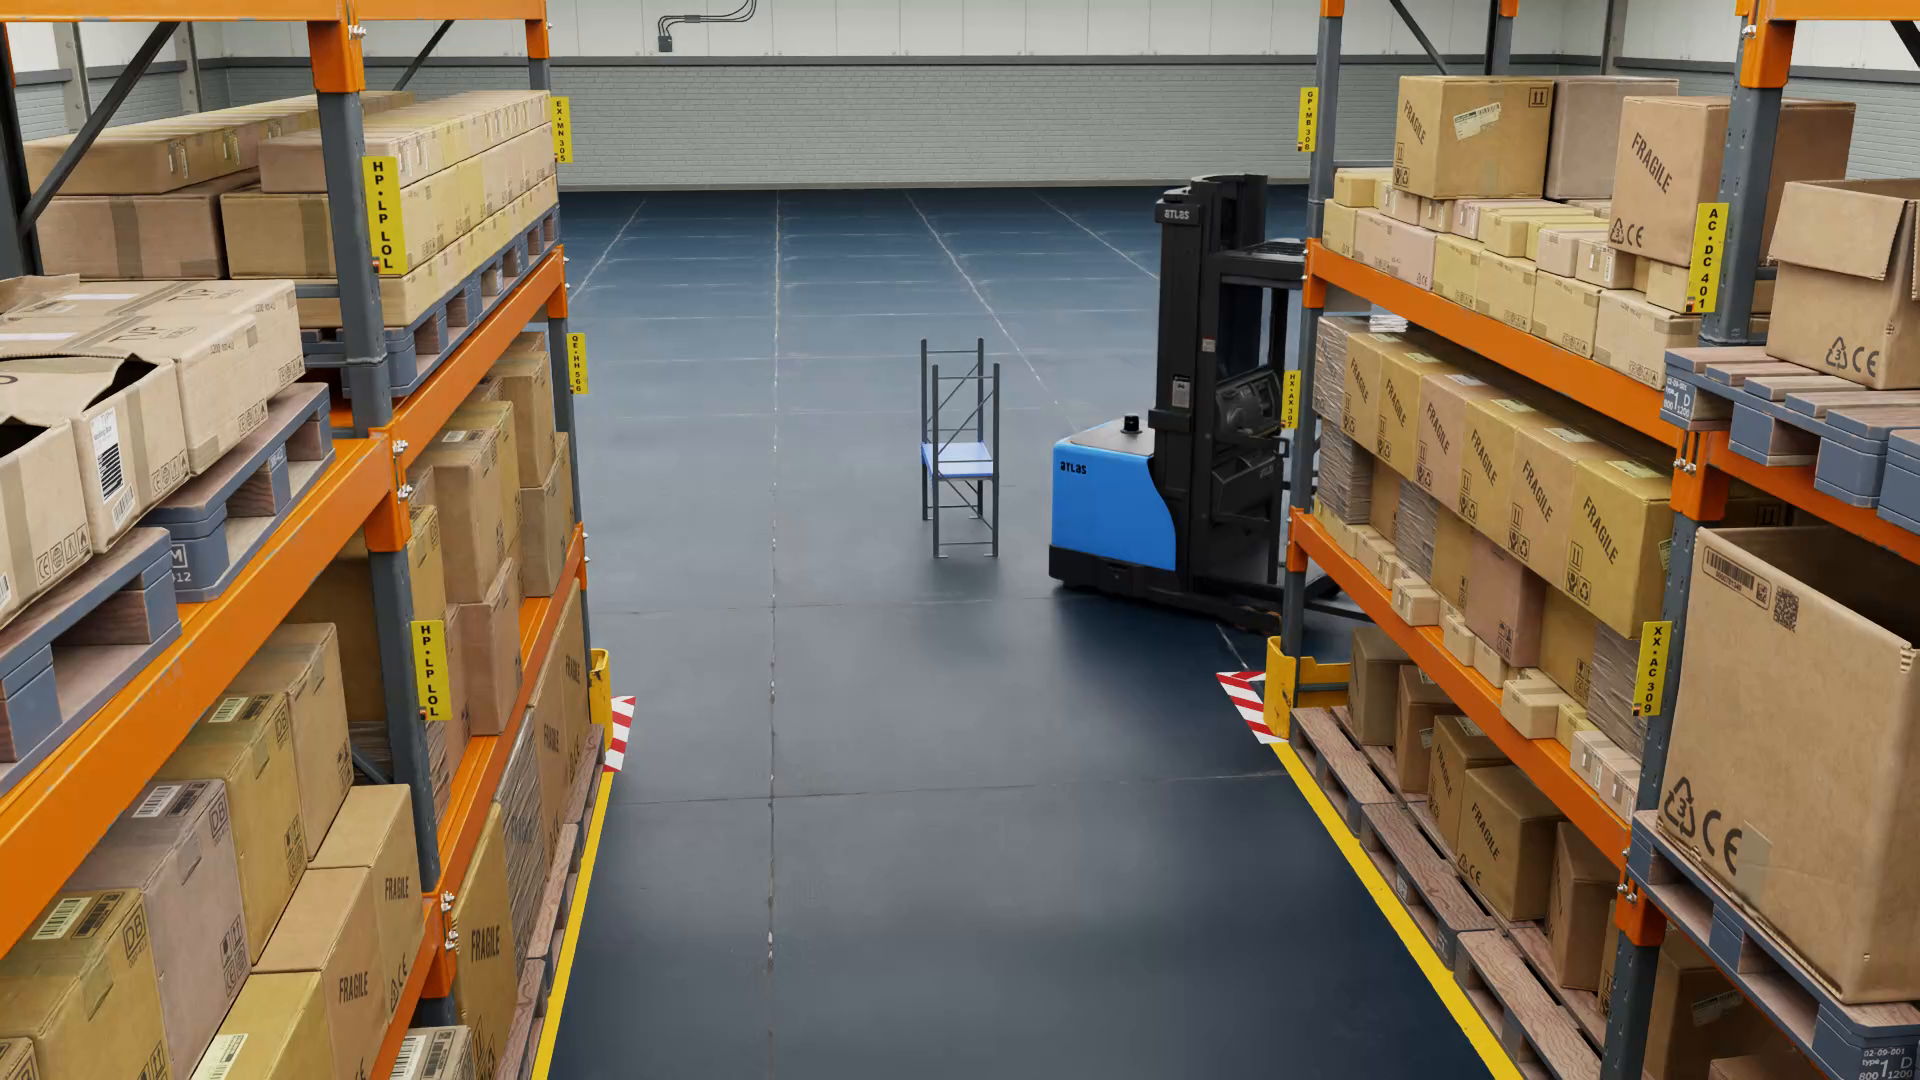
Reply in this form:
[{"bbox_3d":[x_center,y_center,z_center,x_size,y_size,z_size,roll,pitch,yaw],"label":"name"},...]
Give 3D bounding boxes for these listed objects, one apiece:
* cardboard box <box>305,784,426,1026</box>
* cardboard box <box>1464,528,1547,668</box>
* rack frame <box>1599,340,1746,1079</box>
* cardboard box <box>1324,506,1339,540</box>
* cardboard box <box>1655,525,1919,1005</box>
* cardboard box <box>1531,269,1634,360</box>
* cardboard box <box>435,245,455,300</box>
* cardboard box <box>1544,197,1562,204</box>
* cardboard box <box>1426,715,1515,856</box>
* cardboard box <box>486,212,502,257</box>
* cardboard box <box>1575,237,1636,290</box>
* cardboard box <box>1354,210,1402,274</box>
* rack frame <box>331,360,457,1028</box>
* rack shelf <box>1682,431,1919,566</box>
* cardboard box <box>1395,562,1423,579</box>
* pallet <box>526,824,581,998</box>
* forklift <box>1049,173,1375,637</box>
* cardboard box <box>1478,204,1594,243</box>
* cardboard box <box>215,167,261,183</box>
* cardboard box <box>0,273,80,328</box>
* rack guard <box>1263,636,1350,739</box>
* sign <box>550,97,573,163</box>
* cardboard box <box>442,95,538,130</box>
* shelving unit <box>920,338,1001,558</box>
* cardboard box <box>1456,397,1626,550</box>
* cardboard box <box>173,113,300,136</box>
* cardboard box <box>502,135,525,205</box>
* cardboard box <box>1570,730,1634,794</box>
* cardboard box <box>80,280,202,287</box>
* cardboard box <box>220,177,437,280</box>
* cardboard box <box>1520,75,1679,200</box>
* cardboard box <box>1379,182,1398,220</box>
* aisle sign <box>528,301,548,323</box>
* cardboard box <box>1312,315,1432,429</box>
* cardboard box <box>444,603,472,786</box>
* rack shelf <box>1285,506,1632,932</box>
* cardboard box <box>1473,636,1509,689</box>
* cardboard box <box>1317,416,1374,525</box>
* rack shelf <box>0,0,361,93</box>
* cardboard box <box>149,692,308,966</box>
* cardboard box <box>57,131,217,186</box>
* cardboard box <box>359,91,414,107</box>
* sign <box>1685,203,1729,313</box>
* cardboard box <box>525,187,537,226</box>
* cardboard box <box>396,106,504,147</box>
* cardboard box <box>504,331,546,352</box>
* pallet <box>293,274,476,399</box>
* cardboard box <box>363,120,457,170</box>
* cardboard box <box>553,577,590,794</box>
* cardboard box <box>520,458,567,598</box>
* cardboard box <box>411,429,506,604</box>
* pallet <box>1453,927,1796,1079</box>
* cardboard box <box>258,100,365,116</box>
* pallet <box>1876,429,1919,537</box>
[{"bbox_3d":[-1.839,1.035,4.705,0.500,0.500,0.500,-2,18,-6],"label":"cardboard box"},{"bbox_3d":[2.632,0.191,6.897,0.875,0.500,0.500,-2,18,-6],"label":"cardboard box"},{"bbox_3d":[2.785,0.813,5.581,1.000,3.000,0.127,-2,18,-6],"label":"rack frame"},{"bbox_3d":[2.171,-0.092,8.882,0.380,0.149,0.250,-2,18,-6],"label":"cardboard box"},{"bbox_3d":[2.727,0.567,4.660,1.000,1.000,1.000,-2,18,-5],"label":"cardboard box"},{"bbox_3d":[2.435,-0.831,6.058,0.500,0.250,0.500,-1,17,-4],"label":"cardboard box"},{"bbox_3d":[-1.912,-0.894,5.561,0.380,0.149,0.250,-2,18,-6],"label":"cardboard box"},{"bbox_3d":[2.838,-1.468,7.422,0.380,0.149,0.250,-3,18,-8],"label":"cardboard box"},{"bbox_3d":[2.561,1.164,7.934,0.500,0.500,0.500,0,17,0],"label":"cardboard box"},{"bbox_3d":[-2.016,-1.196,6.522,0.380,0.149,0.250,-2,17,-5],"label":"cardboard box"},{"bbox_3d":[2.415,-0.980,5.866,0.380,0.149,0.250,-3,18,-8],"label":"cardboard box"},{"bbox_3d":[2.224,-1.434,7.979,0.500,0.250,0.500,-2,18,-7],"label":"cardboard box"},{"bbox_3d":[-2.159,0.936,5.189,1.000,3.000,0.127,-2,18,-6],"label":"rack frame"},{"bbox_3d":[2.991,0.321,3.341,1.077,0.370,4.000,-2,18,-6],"label":"rack shelf"},{"bbox_3d":[2.300,0.205,7.935,0.380,0.149,0.250,-2,18,-6],"label":"cardboard box"},{"bbox_3d":[-2.289,1.673,7.496,1.003,0.211,1.213,-2,18,-6],"label":"pallet"},{"bbox_3d":[2.144,-0.933,11.256,3.031,2.935,1.130,12,21,34],"label":"forklift"},{"bbox_3d":[2.383,-1.301,6.889,0.380,0.149,0.250,-2,18,-8],"label":"cardboard box"},{"bbox_3d":[-2.517,-1.103,5.561,0.500,0.250,0.500,-2,18,-6],"label":"cardboard box"},{"bbox_3d":[-2.345,-0.492,4.084,0.258,0.266,0.396,-2,18,-7],"label":"cardboard box"},{"bbox_3d":[2.380,0.836,9.679,1.175,0.500,0.348,-2,18,-6],"label":"rack guard"},{"bbox_3d":[-2.031,-2.084,8.455,0.100,0.325,0.005,-2,18,-6],"label":"sign"},{"bbox_3d":[-2.149,-1.955,7.609,0.380,0.149,0.250,-1,17,-5],"label":"cardboard box"},{"bbox_3d":[-0.009,-0.741,13.033,0.538,1.500,1.048,-2,18,-6],"label":"shelving unit"},{"bbox_3d":[2.361,-0.278,6.721,0.500,0.500,0.500,-2,18,-6],"label":"cardboard box"},{"bbox_3d":[-2.643,-1.479,6.093,0.380,0.149,0.250,-2,18,-6],"label":"cardboard box"},{"bbox_3d":[-2.142,-1.570,7.047,0.500,0.250,0.500,-2,18,-6],"label":"cardboard box"},{"bbox_3d":[2.454,0.803,6.032,0.380,0.149,0.250,-2,18,-6],"label":"cardboard box"},{"bbox_3d":[-2.515,-0.722,5.014,0.380,0.149,0.250,-2,18,-6],"label":"cardboard box"},{"bbox_3d":[-1.931,-0.968,5.131,0.500,0.250,0.500,-2,18,-5],"label":"cardboard box"},{"bbox_3d":[2.784,-1.784,7.347,0.500,0.500,0.500,-2,18,-6],"label":"cardboard box"},{"bbox_3d":[2.207,-1.605,7.858,0.380,0.149,0.250,-1,17,-3],"label":"cardboard box"},{"bbox_3d":[-2.281,-1.527,8.692,0.394,0.787,0.004,-2,18,-6],"label":"aisle sign"},{"bbox_3d":[2.158,-0.874,8.619,0.500,0.500,0.500,-2,18,-6],"label":"cardboard box"},{"bbox_3d":[-2.288,0.591,6.035,0.875,0.550,0.550,-2,18,-6],"label":"cardboard box"},{"bbox_3d":[2.578,0.560,7.587,1.077,0.370,4.000,-2,18,-6],"label":"rack shelf"},{"bbox_3d":[2.391,0.504,6.985,0.380,0.149,0.250,-2,18,-6],"label":"cardboard box"},{"bbox_3d":[2.402,-0.404,8.793,0.875,0.500,0.500,-2,18,-6],"label":"cardboard box"},{"bbox_3d":[-1.953,-0.797,2.560,1.077,0.370,4.000,-2,18,-6],"label":"rack shelf"},{"bbox_3d":[-2.047,0.712,4.066,0.700,0.500,0.500,-2,18,-7],"label":"cardboard box"},{"bbox_3d":[-2.540,-1.179,5.136,0.380,0.149,0.250,-2,18,-6],"label":"cardboard box"},{"bbox_3d":[-2.854,-2.087,8.028,0.380,0.149,0.250,-2,17,-5],"label":"cardboard box"},{"bbox_3d":[2.246,-0.846,4.994,0.100,0.325,0.005,-2,18,-6],"label":"sign"},{"bbox_3d":[-2.122,-1.500,7.490,0.380,0.149,0.250,-2,18,-5],"label":"cardboard box"},{"bbox_3d":[-2.042,-1.652,6.642,0.380,0.149,0.250,-2,18,-5],"label":"cardboard box"},{"bbox_3d":[-2.572,-0.731,8.445,0.875,0.550,0.550,-2,18,-6],"label":"cardboard box"},{"bbox_3d":[-2.233,-0.697,5.530,1.003,0.211,1.213,-2,18,-6],"label":"pallet"},{"bbox_3d":[-1.938,-1.350,5.682,0.380,0.149,0.250,-2,18,-7],"label":"cardboard box"},{"bbox_3d":[-2.436,0.757,8.603,0.875,0.875,0.875,-2,18,-5],"label":"cardboard box"},{"bbox_3d":[-2.410,-0.055,8.095,0.875,0.550,0.550,-2,18,-6],"label":"cardboard box"},{"bbox_3d":[-2.254,-0.087,6.395,0.875,0.550,0.550,-2,18,-6],"label":"cardboard box"},{"bbox_3d":[2.680,1.944,6.633,1.003,0.211,1.213,-2,18,-6],"label":"pallet"},{"bbox_3d":[-2.750,-1.784,7.063,0.380,0.149,0.250,-2,18,-7],"label":"cardboard box"},{"bbox_3d":[2.853,-0.033,3.580,1.213,0.211,1.003,-2,18,-6],"label":"pallet"}]
